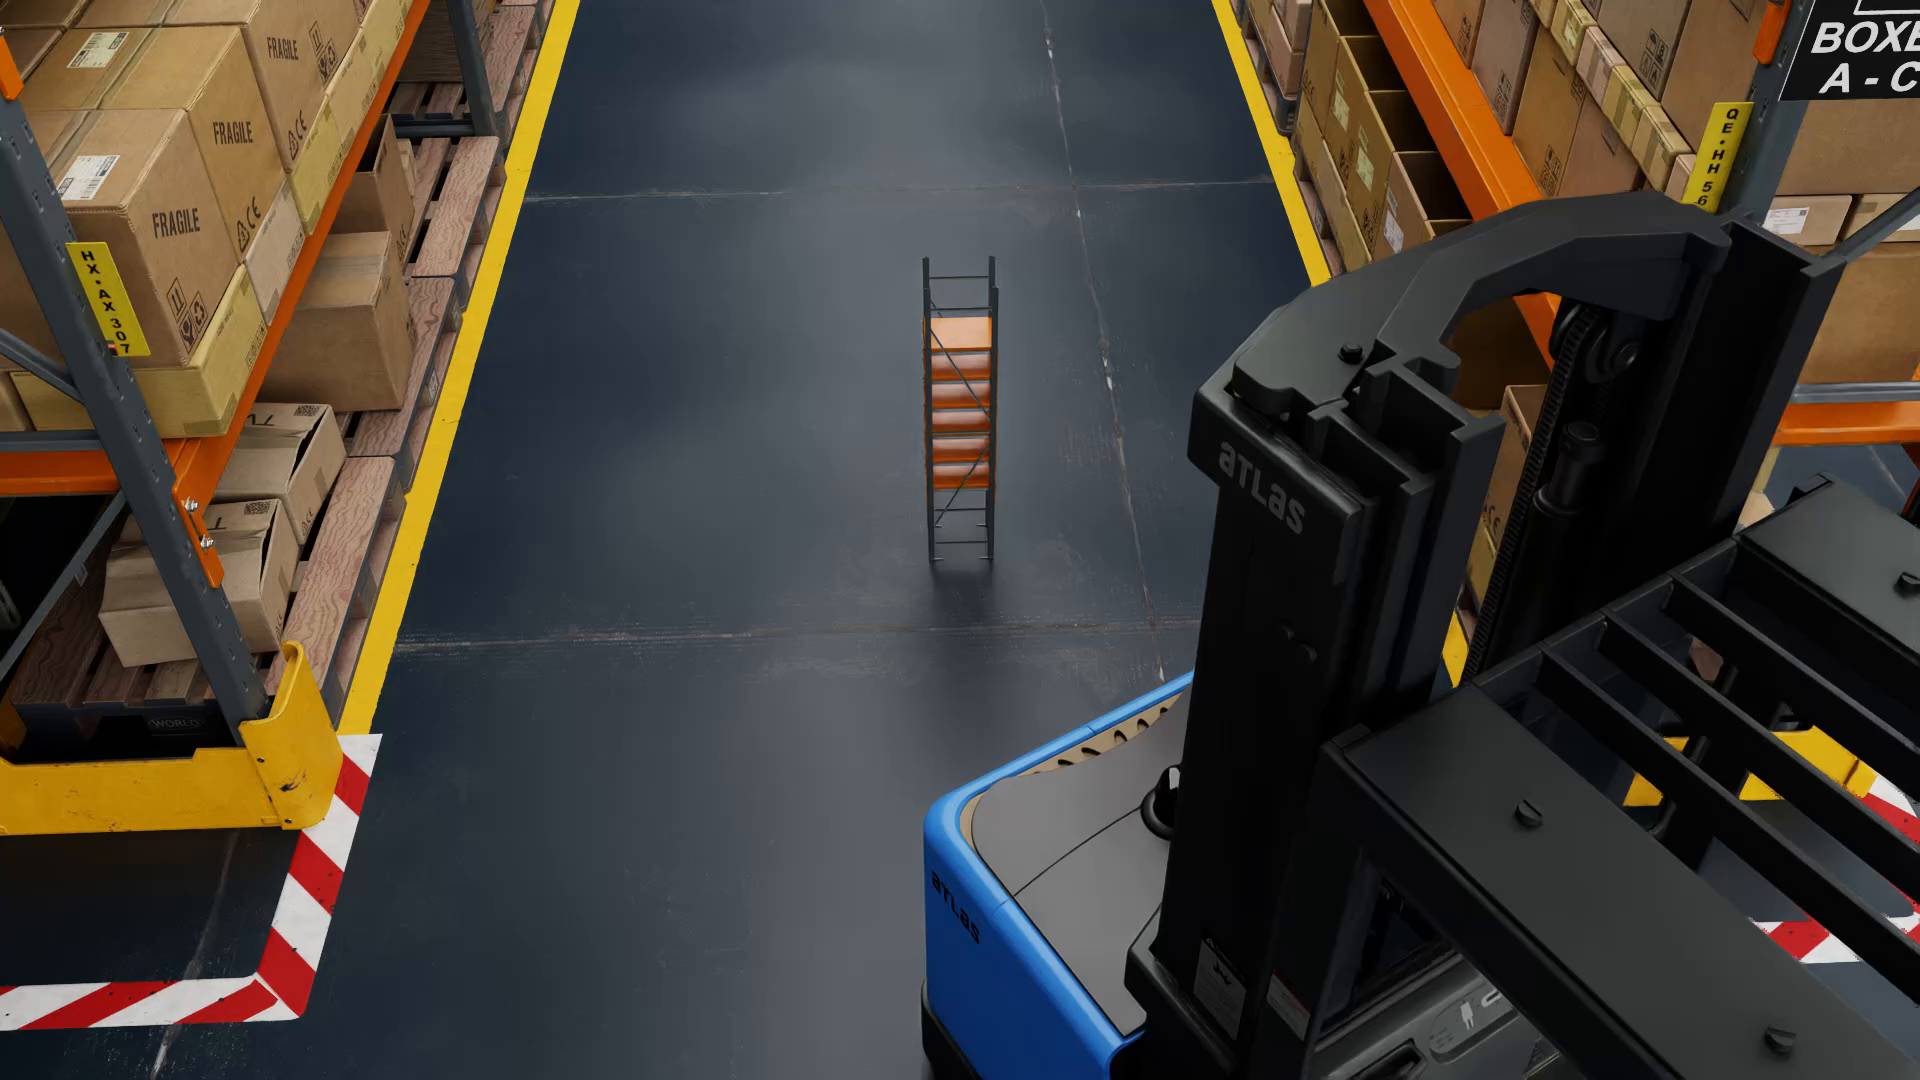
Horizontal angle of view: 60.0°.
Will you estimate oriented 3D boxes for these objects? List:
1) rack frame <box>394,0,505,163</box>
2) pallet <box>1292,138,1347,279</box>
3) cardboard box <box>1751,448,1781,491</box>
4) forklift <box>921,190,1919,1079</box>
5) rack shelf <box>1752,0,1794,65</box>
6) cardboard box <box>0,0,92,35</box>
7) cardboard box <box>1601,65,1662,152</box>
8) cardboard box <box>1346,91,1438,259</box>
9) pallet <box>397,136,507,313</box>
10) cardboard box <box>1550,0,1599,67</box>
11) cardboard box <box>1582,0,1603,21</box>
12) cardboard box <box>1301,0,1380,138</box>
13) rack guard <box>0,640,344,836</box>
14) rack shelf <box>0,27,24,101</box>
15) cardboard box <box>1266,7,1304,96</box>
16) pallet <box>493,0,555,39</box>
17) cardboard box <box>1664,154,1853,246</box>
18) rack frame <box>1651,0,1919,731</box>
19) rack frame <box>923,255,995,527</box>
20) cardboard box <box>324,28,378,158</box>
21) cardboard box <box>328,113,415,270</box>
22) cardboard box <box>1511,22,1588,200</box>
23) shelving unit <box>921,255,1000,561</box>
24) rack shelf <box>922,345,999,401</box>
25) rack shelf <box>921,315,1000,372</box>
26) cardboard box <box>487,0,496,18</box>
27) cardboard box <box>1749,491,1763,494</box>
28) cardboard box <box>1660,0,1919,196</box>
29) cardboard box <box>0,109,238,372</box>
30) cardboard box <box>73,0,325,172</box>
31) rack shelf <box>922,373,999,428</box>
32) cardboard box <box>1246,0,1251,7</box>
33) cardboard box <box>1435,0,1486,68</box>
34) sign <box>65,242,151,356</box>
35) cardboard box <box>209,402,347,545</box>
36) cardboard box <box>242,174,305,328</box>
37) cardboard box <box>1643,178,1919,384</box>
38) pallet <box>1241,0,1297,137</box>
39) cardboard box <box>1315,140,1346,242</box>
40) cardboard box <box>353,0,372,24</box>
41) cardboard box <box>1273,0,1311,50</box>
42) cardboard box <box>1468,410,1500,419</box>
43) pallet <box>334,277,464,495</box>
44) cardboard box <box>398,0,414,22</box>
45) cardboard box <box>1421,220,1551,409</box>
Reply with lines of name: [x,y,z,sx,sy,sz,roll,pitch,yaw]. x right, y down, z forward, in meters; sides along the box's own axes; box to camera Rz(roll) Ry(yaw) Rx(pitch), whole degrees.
rack frame: [-2.772,-2.944,7.242,1.000,3.000,0.127,-2,43,-2]
pallet: [2.169,-1.522,7.755,1.003,0.211,1.213,-2,43,-2]
cardboard box: [2.523,-0.512,5.757,0.500,0.500,0.500,-2,43,-2]
forklift: [1.111,1.013,2.976,1.130,2.935,3.031,-23,47,-23]
rack shelf: [2.262,-2.579,5.156,1.077,0.370,4.000,-2,43,-2]
cardboard box: [-2.873,-1.473,5.178,0.500,0.500,0.500,-3,43,-3]
cardboard box: [2.116,-1.266,4.857,0.380,0.149,0.250,-2,43,-2]
cardboard box: [1.926,-1.509,6.845,0.500,0.500,0.500,-2,43,-2]
pallet: [-2.709,-1.463,7.690,1.003,0.211,1.213,-2,43,-2]
cardboard box: [2.096,-1.613,5.236,0.380,0.149,0.250,0,43,0]
cardboard box: [2.287,-1.950,5.123,0.700,0.500,0.500,-1,43,-2]
cardboard box: [1.884,-2.184,7.582,0.500,0.500,0.500,-2,43,-2]
rack guard: [-2.606,0.627,5.196,1.175,0.500,0.348,-2,43,-2]
rack shelf: [-2.687,-2.434,4.998,1.077,0.370,4.000,-2,43,-2]
cardboard box: [1.869,-2.501,8.483,0.500,0.250,0.500,-2,43,-2]
pallet: [-2.862,-3.267,9.658,1.003,0.211,1.213,-2,43,-2]
cardboard box: [2.140,-0.917,4.476,0.380,0.149,0.250,-2,43,-3]
rack frame: [2.347,-0.388,4.453,1.000,3.000,0.127,-2,43,-2]
rack frame: [-0.003,-0.494,5.901,0.240,1.200,0.006,-2,43,-2]
cardboard box: [-2.377,-1.570,5.839,0.500,0.250,0.500,-1,43,-1]
cardboard box: [-2.688,-1.485,7.174,0.500,0.500,0.500,-5,43,-5]
cardboard box: [2.297,-1.430,5.516,0.700,0.500,0.500,-1,43,-2]
shelving unit: [0.001,-0.433,5.834,0.258,1.200,0.189,-2,43,-2]
rack shelf: [0.001,-0.577,5.702,0.258,0.103,0.180,-2,43,-2]
rack shelf: [0.001,-0.665,5.621,0.258,0.103,0.180,-2,43,-2]
cardboard box: [-2.892,-3.028,8.858,0.700,0.500,0.500,-2,43,-3]
cardboard box: [2.521,-0.235,6.011,0.500,0.250,0.500,-2,43,-2]
cardboard box: [2.337,-1.254,4.365,0.700,0.500,0.500,-1,43,-2]
cardboard box: [-2.322,-0.803,4.447,0.500,0.500,0.500,-2,43,-2]
cardboard box: [-2.349,-1.486,5.192,0.500,0.500,0.500,-3,43,-3]
rack shelf: [0.001,-0.488,5.783,0.258,0.103,0.180,-2,43,-2]
cardboard box: [1.828,-3.188,9.232,0.500,0.250,0.500,-1,43,-1]
cardboard box: [2.248,-2.131,6.281,0.700,0.500,0.500,-1,43,-1]
sign: [-2.060,-0.578,4.020,0.100,0.325,0.005,-2,43,-2]
cardboard box: [-2.566,-0.269,5.988,0.500,0.311,0.500,2,43,2]
cardboard box: [-2.342,-0.884,5.091,0.500,0.250,0.500,-3,43,-3]
cardboard box: [2.340,-0.740,4.764,0.700,0.500,0.500,-2,43,-2]
pallet: [2.106,-2.557,8.883,1.003,0.211,1.213,-2,43,-2]
cardboard box: [1.910,-1.570,7.467,0.500,0.250,0.500,-2,43,-2]
cardboard box: [-2.406,-2.185,5.955,0.500,0.500,0.500,-3,43,-3]
cardboard box: [1.873,-2.702,8.287,0.500,0.311,0.500,-2,43,-2]
cardboard box: [1.995,-0.220,5.994,0.500,0.250,0.500,-2,43,-2]
pallet: [-2.654,-0.638,6.790,1.003,0.211,1.213,-2,43,-2]
cardboard box: [-2.437,-2.248,6.579,0.500,0.250,0.500,-1,43,-2]
cardboard box: [1.969,-0.834,6.109,0.500,0.500,0.500,-2,43,-2]
